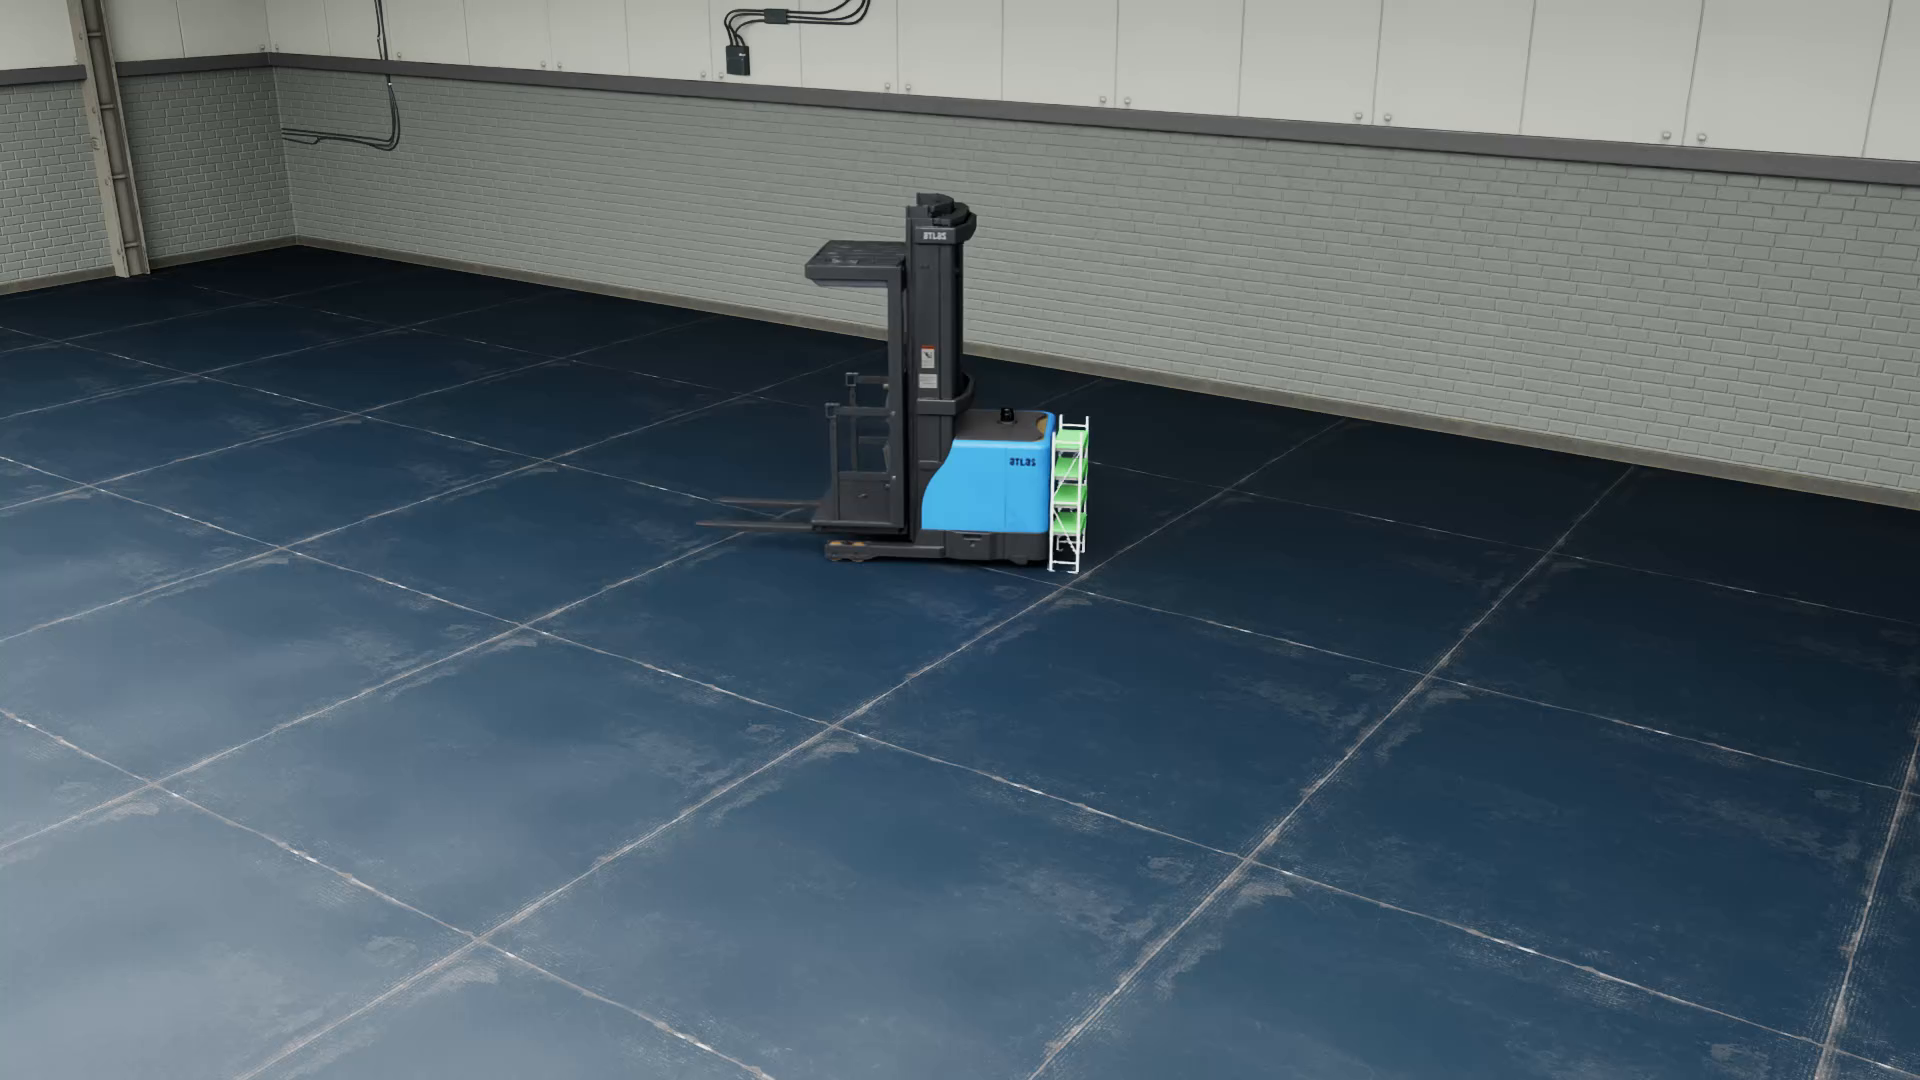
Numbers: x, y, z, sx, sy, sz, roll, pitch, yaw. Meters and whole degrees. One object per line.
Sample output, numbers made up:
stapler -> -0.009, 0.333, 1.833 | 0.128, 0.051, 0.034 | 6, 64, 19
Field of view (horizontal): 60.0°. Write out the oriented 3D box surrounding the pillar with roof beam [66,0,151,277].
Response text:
pillar with roof beam -> -9.062, -7.436, 21.545 | 9.100, 9.000, 0.400 | 13, 24, 32

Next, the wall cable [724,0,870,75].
wall cable -> -2.031, -8.602, 19.796 | 2.305, 6.003, 0.169 | 13, 24, 32

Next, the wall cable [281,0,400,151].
wall cable -> -9.873, -7.407, 25.942 | 3.097, 2.526, 0.112 | 13, 24, 32

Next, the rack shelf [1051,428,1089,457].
rack shelf -> 0.900, -0.770, 13.565 | 0.258, 0.148, 0.480 | 4, 21, 9

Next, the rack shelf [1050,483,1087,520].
rack shelf -> 0.899, -0.320, 13.731 | 0.258, 0.148, 0.480 | 4, 21, 9

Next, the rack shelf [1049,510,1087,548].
rack shelf -> 0.898, -0.095, 13.815 | 0.258, 0.148, 0.480 | 4, 21, 9

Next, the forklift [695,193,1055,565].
forklift -> -0.717, -1.367, 13.882 | 3.031, 2.935, 1.130 | 2, 20, 5

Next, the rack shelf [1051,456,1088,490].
rack shelf -> 0.900, -0.545, 13.648 | 0.258, 0.148, 0.480 | 4, 21, 9

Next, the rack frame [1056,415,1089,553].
rack frame -> 0.941, -0.464, 13.935 | 0.240, 1.200, 0.015 | 4, 21, 9

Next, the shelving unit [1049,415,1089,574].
shelving unit -> 0.899, -0.380, 13.709 | 0.258, 1.200, 0.503 | 4, 21, 9

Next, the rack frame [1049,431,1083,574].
rack frame -> 0.858, -0.297, 13.484 | 0.240, 1.200, 0.015 | 4, 21, 9
